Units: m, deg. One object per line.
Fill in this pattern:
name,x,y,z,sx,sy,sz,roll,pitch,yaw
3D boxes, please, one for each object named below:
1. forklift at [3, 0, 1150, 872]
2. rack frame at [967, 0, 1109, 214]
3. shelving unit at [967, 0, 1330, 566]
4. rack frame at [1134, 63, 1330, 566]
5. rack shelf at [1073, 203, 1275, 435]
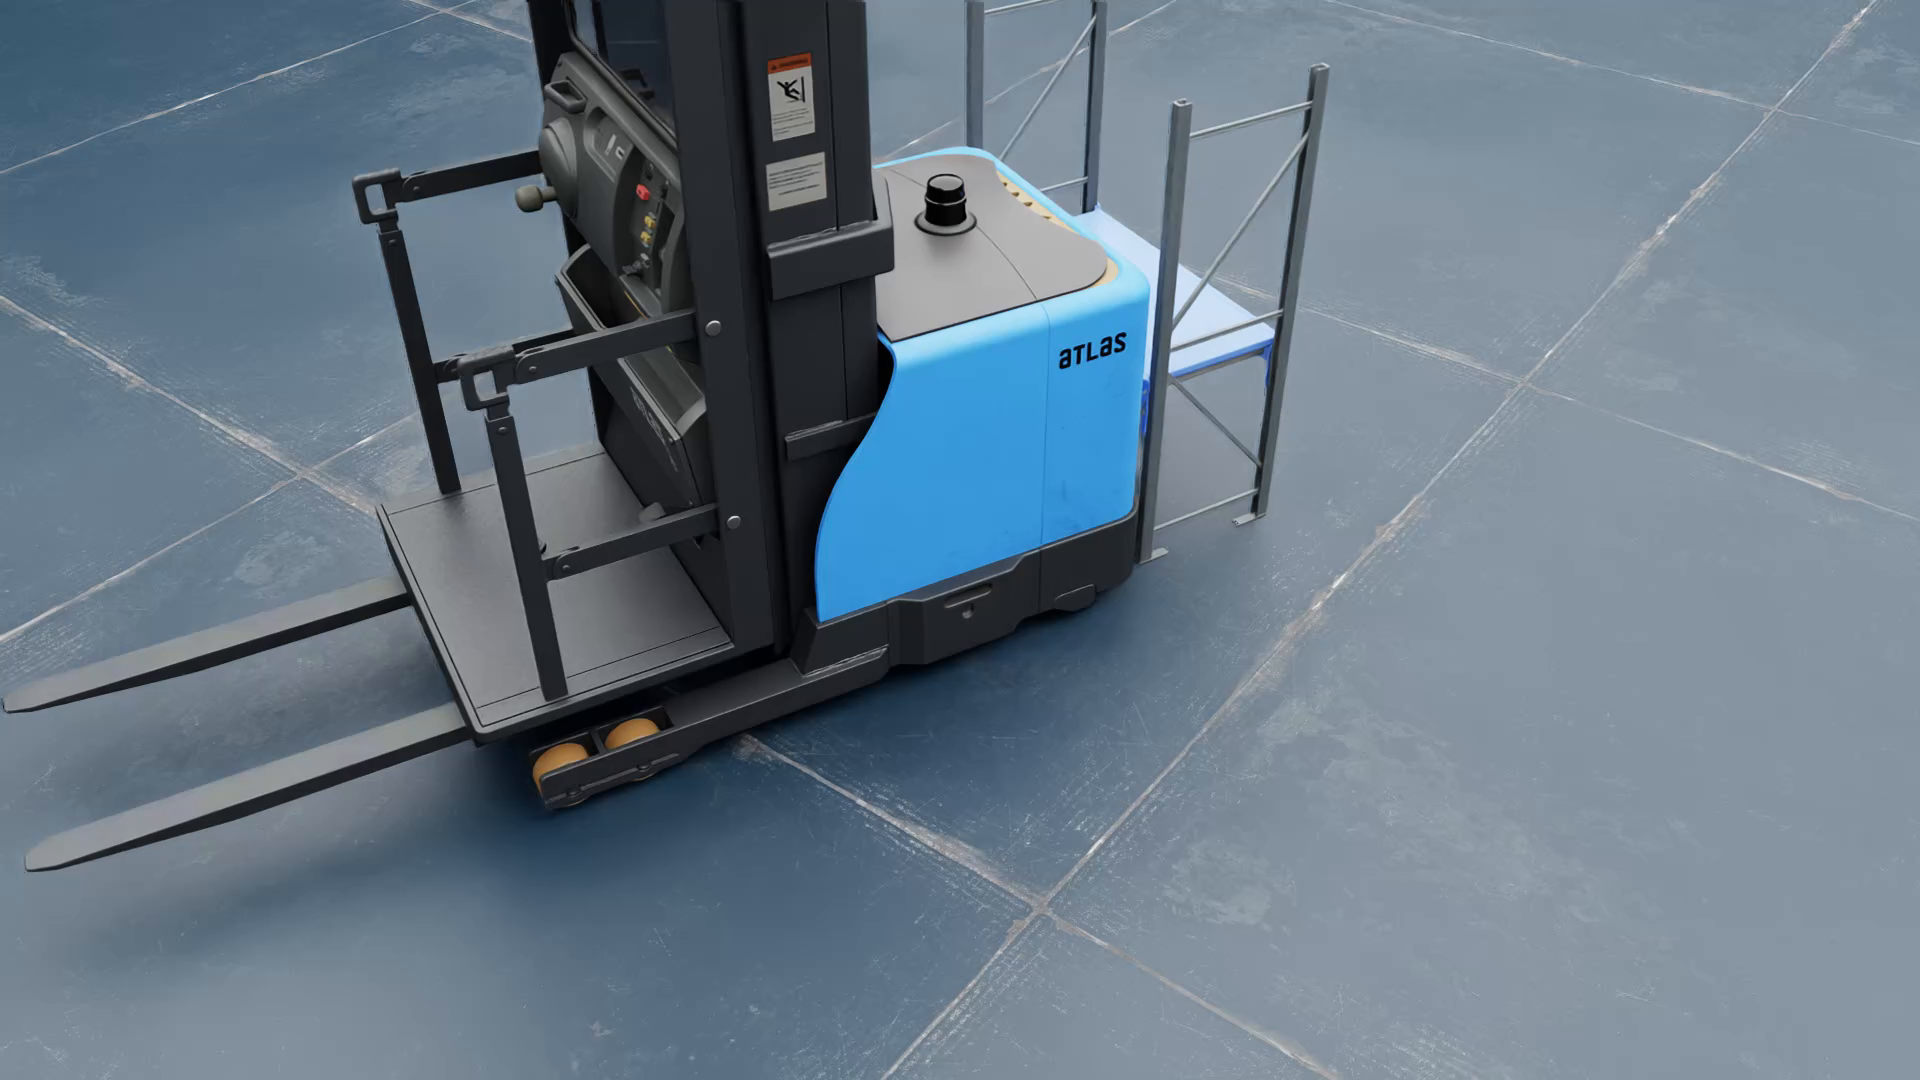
forklift,-1.019,-0.829,3.932,3.031,2.935,1.130,-19,42,-22
rack frame,0.243,-1.136,5.485,0.500,1.500,0.032,-20,42,-24
shelving unit,0.503,-0.867,5.141,0.538,1.500,1.048,-20,42,-24
rack frame,0.764,-0.598,4.797,0.500,1.500,0.032,-20,42,-24
rack shelf,0.503,-0.726,5.252,0.538,0.185,1.000,-20,42,-24
